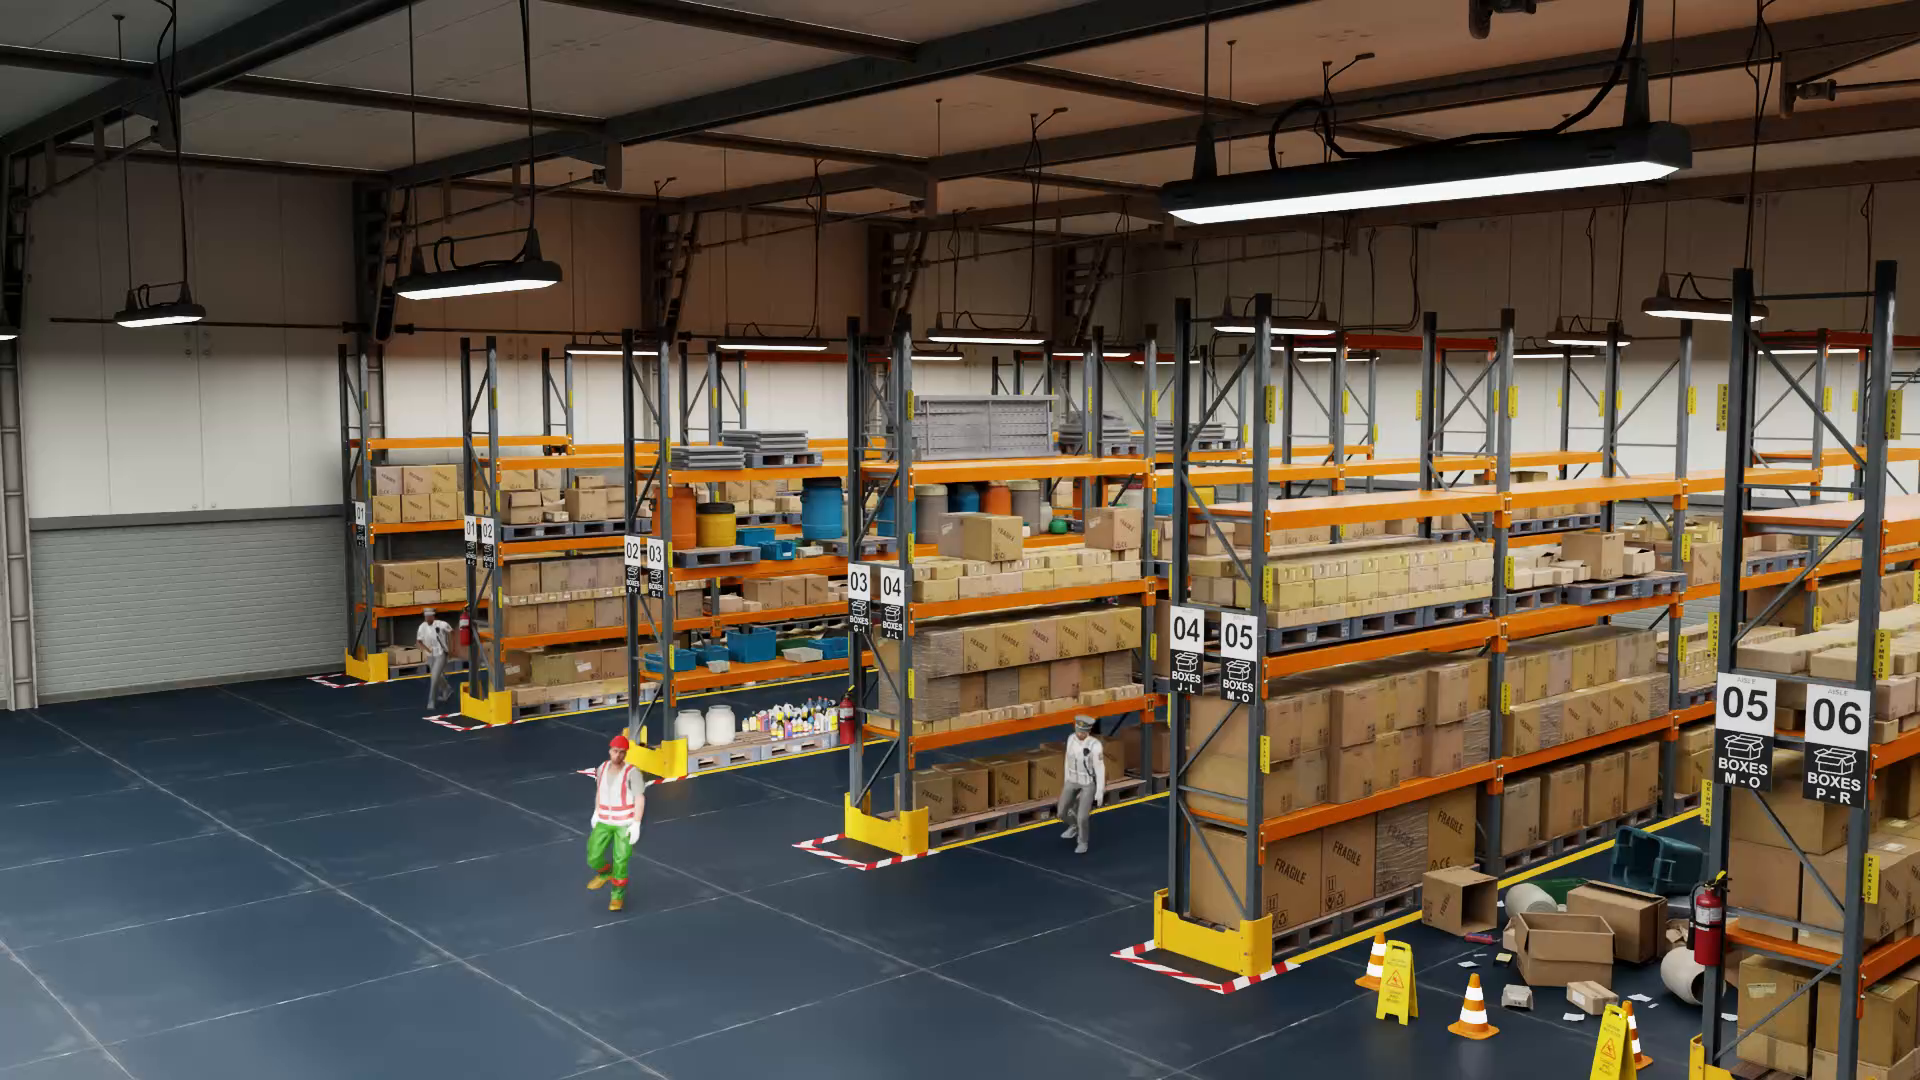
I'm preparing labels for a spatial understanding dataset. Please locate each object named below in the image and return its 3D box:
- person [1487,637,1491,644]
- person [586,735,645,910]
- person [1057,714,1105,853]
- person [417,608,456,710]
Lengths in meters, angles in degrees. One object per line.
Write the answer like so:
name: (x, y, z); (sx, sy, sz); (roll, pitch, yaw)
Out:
person: (7.889, 2.180, 24.370); (0.740, 1.579, 0.558); (-2, 6, -23)
person: (-3.453, 2.798, 16.635); (0.764, 1.749, 0.584); (2, 5, 17)
person: (1.369, 2.705, 18.551); (0.714, 1.589, 0.620); (3, 6, 34)
person: (-8.552, 1.907, 27.308); (0.556, 1.691, 0.763); (1, 5, 13)
